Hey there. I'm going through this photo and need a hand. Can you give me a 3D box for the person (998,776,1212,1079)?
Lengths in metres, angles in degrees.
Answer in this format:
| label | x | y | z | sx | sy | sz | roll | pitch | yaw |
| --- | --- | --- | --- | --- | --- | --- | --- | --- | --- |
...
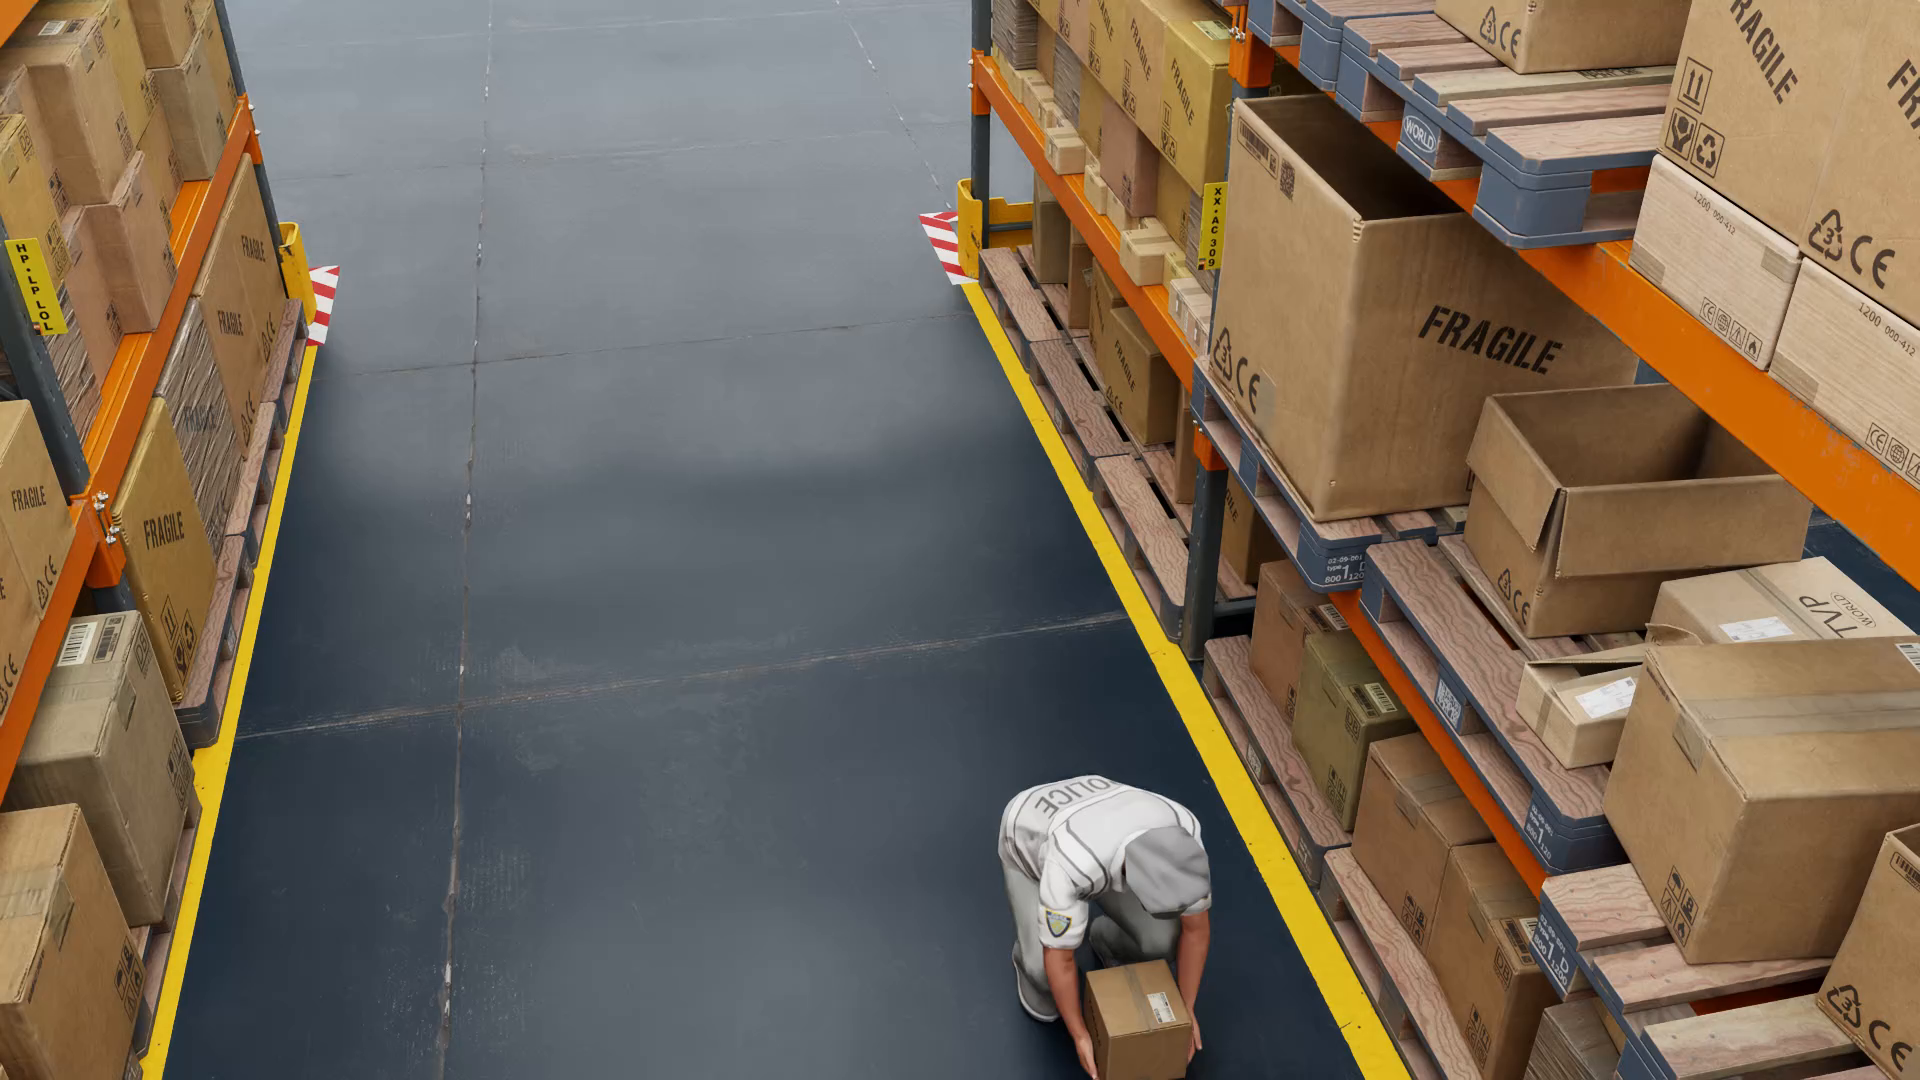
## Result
| label | x | y | z | sx | sy | sz | roll | pitch | yaw |
| --- | --- | --- | --- | --- | --- | --- | --- | --- | --- |
| person | 0.448 | 1.103 | 5.169 | 0.569 | 1.020 | 0.911 | -9 | 35 | -12 |
